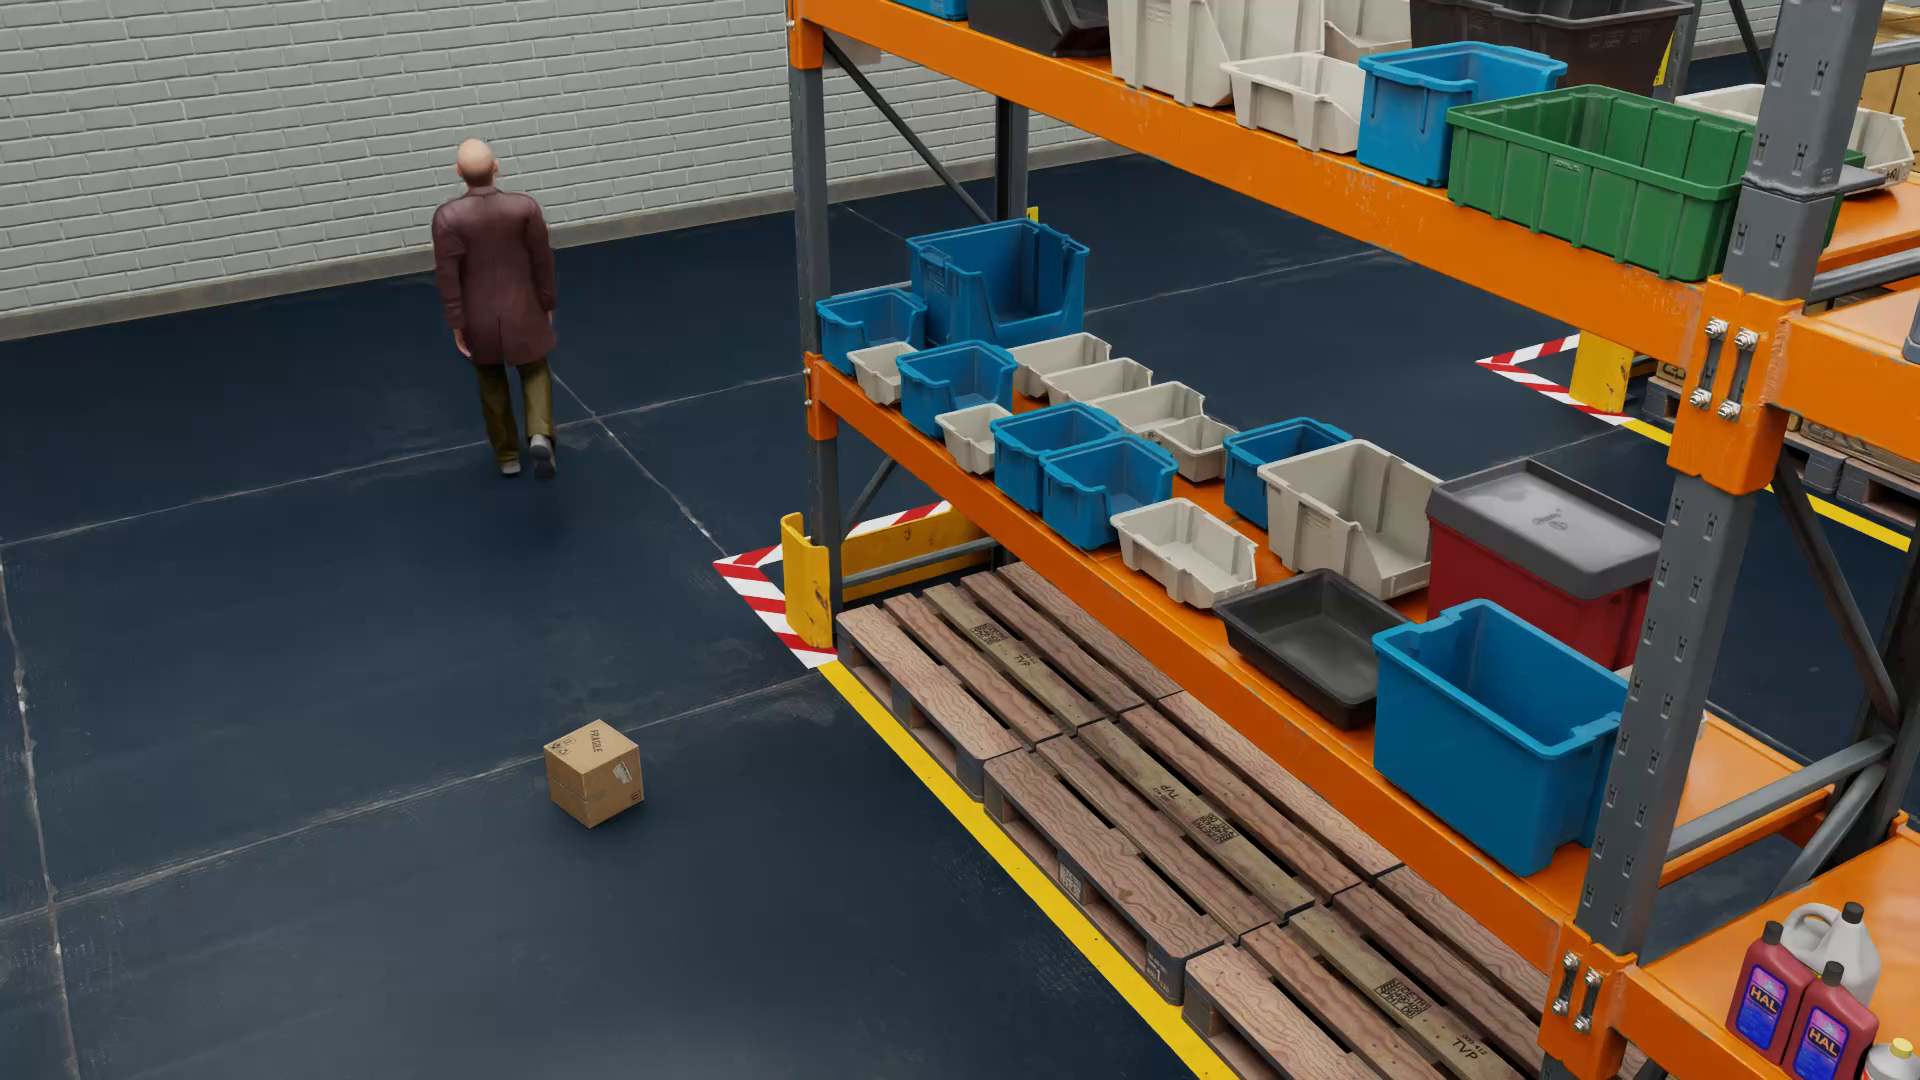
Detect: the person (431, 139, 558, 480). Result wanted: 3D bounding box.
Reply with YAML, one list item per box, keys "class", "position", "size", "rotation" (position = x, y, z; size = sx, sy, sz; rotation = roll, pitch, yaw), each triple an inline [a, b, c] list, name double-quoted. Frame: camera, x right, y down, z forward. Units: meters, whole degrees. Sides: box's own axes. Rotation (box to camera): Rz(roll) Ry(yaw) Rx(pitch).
- class: "person"
  position: [-2.263, -1.112, 8.233]
  size: [0.563, 1.756, 0.778]
  rotation: [-9, 30, -16]
